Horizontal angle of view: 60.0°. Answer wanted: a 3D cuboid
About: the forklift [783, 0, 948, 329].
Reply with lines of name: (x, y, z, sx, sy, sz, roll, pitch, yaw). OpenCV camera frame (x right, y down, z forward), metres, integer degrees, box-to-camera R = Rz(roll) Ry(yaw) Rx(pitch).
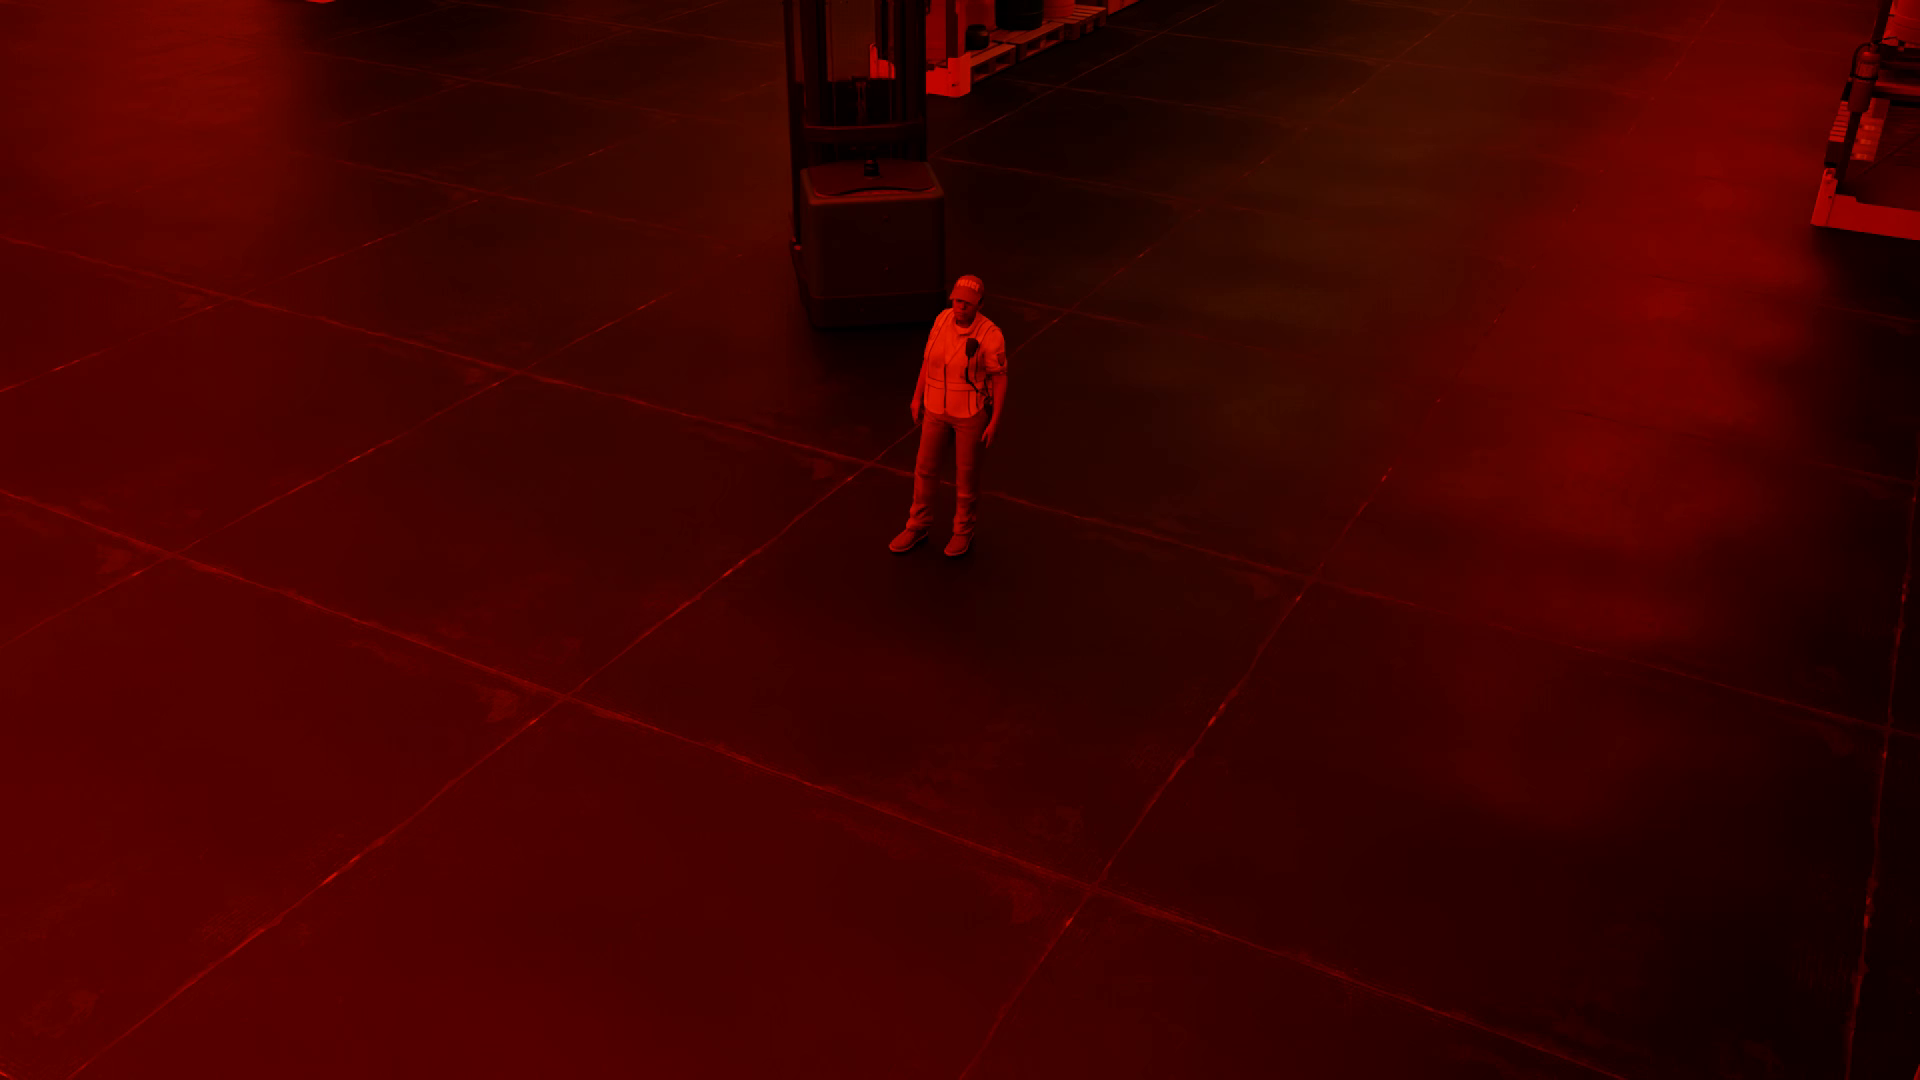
forklift: (-0.847, -3.592, 13.294, 1.130, 2.935, 3.031, -5, 30, -8)

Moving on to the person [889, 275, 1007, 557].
person: (-0.058, -0.700, 9.534, 0.598, 1.670, 0.527, 15, 33, 25)
